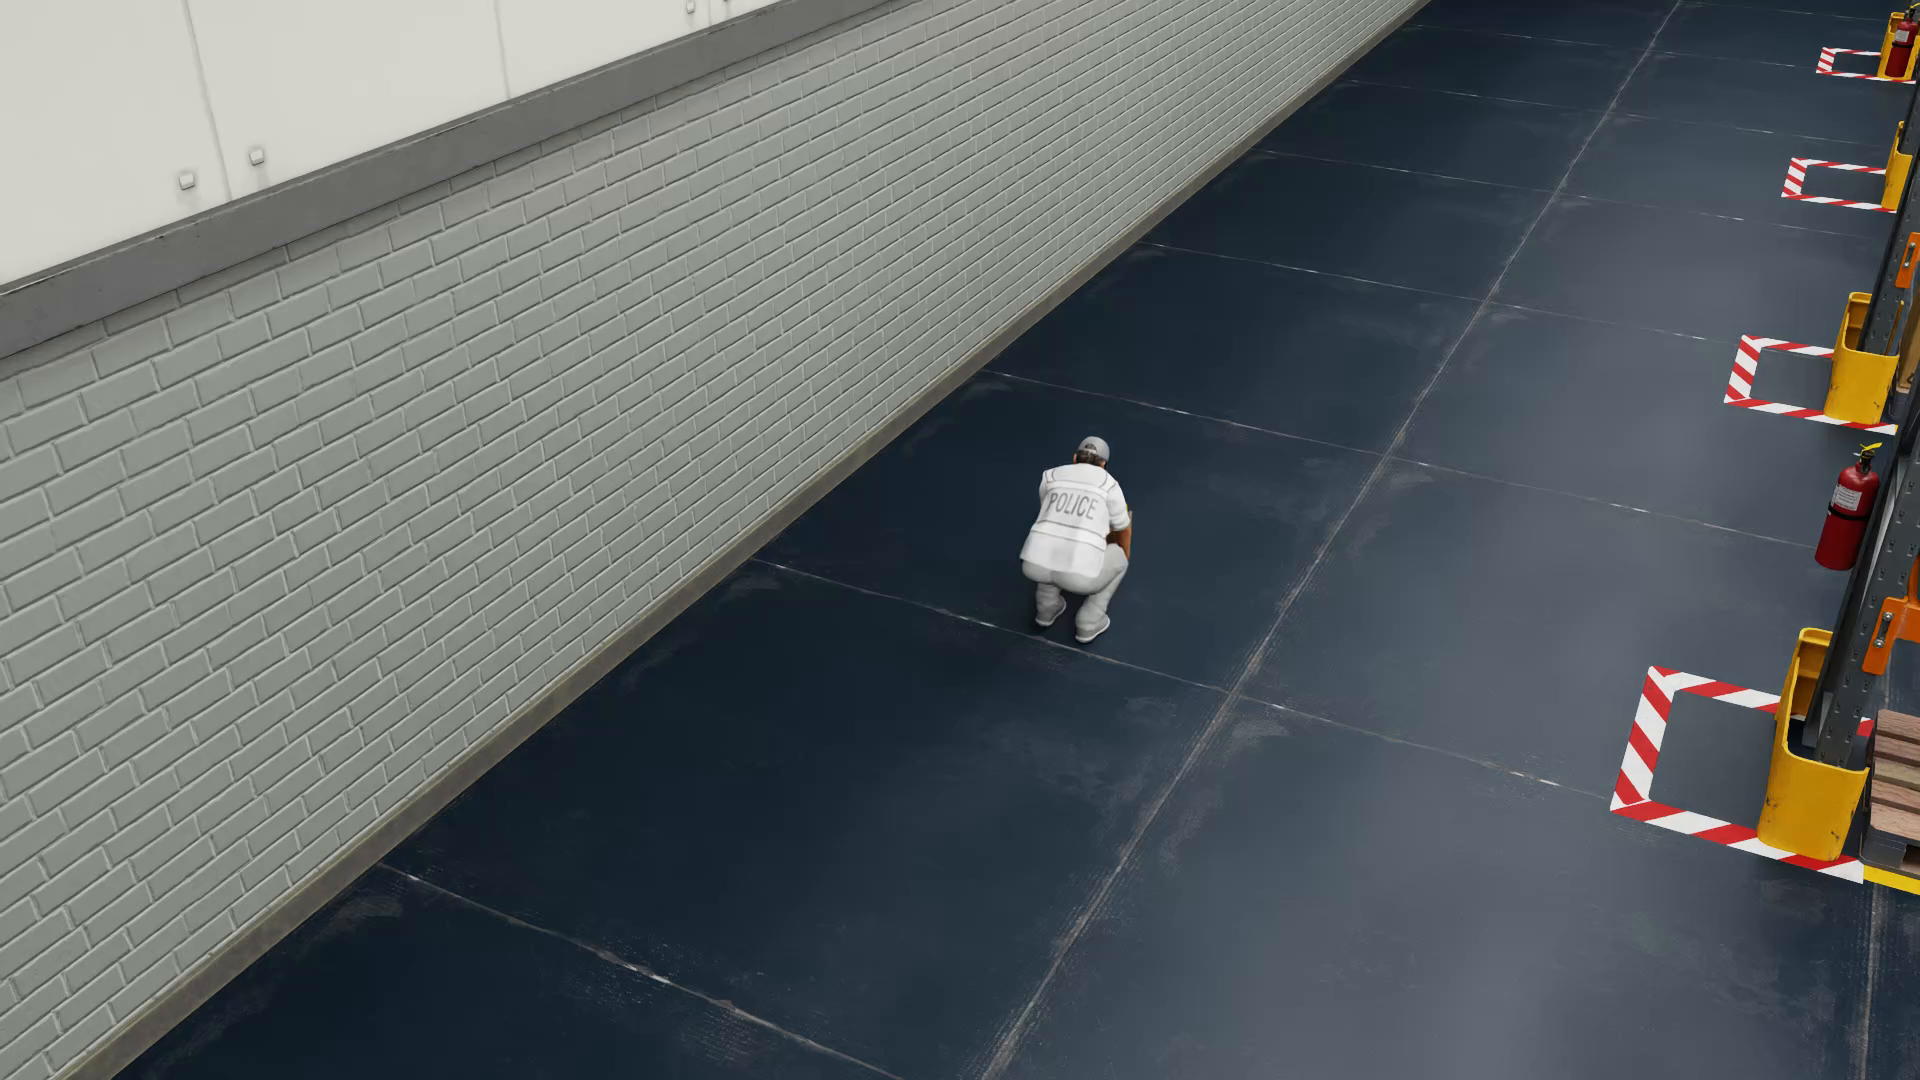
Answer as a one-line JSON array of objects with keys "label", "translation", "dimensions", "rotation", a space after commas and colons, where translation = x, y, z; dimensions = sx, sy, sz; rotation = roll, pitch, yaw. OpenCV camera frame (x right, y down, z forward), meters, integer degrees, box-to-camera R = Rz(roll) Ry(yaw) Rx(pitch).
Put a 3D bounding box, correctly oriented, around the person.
[{"label": "person", "translation": [0.626, 0.007, 8.979], "dimensions": [0.528, 0.960, 0.848], "rotation": [14, 33, 23]}]
